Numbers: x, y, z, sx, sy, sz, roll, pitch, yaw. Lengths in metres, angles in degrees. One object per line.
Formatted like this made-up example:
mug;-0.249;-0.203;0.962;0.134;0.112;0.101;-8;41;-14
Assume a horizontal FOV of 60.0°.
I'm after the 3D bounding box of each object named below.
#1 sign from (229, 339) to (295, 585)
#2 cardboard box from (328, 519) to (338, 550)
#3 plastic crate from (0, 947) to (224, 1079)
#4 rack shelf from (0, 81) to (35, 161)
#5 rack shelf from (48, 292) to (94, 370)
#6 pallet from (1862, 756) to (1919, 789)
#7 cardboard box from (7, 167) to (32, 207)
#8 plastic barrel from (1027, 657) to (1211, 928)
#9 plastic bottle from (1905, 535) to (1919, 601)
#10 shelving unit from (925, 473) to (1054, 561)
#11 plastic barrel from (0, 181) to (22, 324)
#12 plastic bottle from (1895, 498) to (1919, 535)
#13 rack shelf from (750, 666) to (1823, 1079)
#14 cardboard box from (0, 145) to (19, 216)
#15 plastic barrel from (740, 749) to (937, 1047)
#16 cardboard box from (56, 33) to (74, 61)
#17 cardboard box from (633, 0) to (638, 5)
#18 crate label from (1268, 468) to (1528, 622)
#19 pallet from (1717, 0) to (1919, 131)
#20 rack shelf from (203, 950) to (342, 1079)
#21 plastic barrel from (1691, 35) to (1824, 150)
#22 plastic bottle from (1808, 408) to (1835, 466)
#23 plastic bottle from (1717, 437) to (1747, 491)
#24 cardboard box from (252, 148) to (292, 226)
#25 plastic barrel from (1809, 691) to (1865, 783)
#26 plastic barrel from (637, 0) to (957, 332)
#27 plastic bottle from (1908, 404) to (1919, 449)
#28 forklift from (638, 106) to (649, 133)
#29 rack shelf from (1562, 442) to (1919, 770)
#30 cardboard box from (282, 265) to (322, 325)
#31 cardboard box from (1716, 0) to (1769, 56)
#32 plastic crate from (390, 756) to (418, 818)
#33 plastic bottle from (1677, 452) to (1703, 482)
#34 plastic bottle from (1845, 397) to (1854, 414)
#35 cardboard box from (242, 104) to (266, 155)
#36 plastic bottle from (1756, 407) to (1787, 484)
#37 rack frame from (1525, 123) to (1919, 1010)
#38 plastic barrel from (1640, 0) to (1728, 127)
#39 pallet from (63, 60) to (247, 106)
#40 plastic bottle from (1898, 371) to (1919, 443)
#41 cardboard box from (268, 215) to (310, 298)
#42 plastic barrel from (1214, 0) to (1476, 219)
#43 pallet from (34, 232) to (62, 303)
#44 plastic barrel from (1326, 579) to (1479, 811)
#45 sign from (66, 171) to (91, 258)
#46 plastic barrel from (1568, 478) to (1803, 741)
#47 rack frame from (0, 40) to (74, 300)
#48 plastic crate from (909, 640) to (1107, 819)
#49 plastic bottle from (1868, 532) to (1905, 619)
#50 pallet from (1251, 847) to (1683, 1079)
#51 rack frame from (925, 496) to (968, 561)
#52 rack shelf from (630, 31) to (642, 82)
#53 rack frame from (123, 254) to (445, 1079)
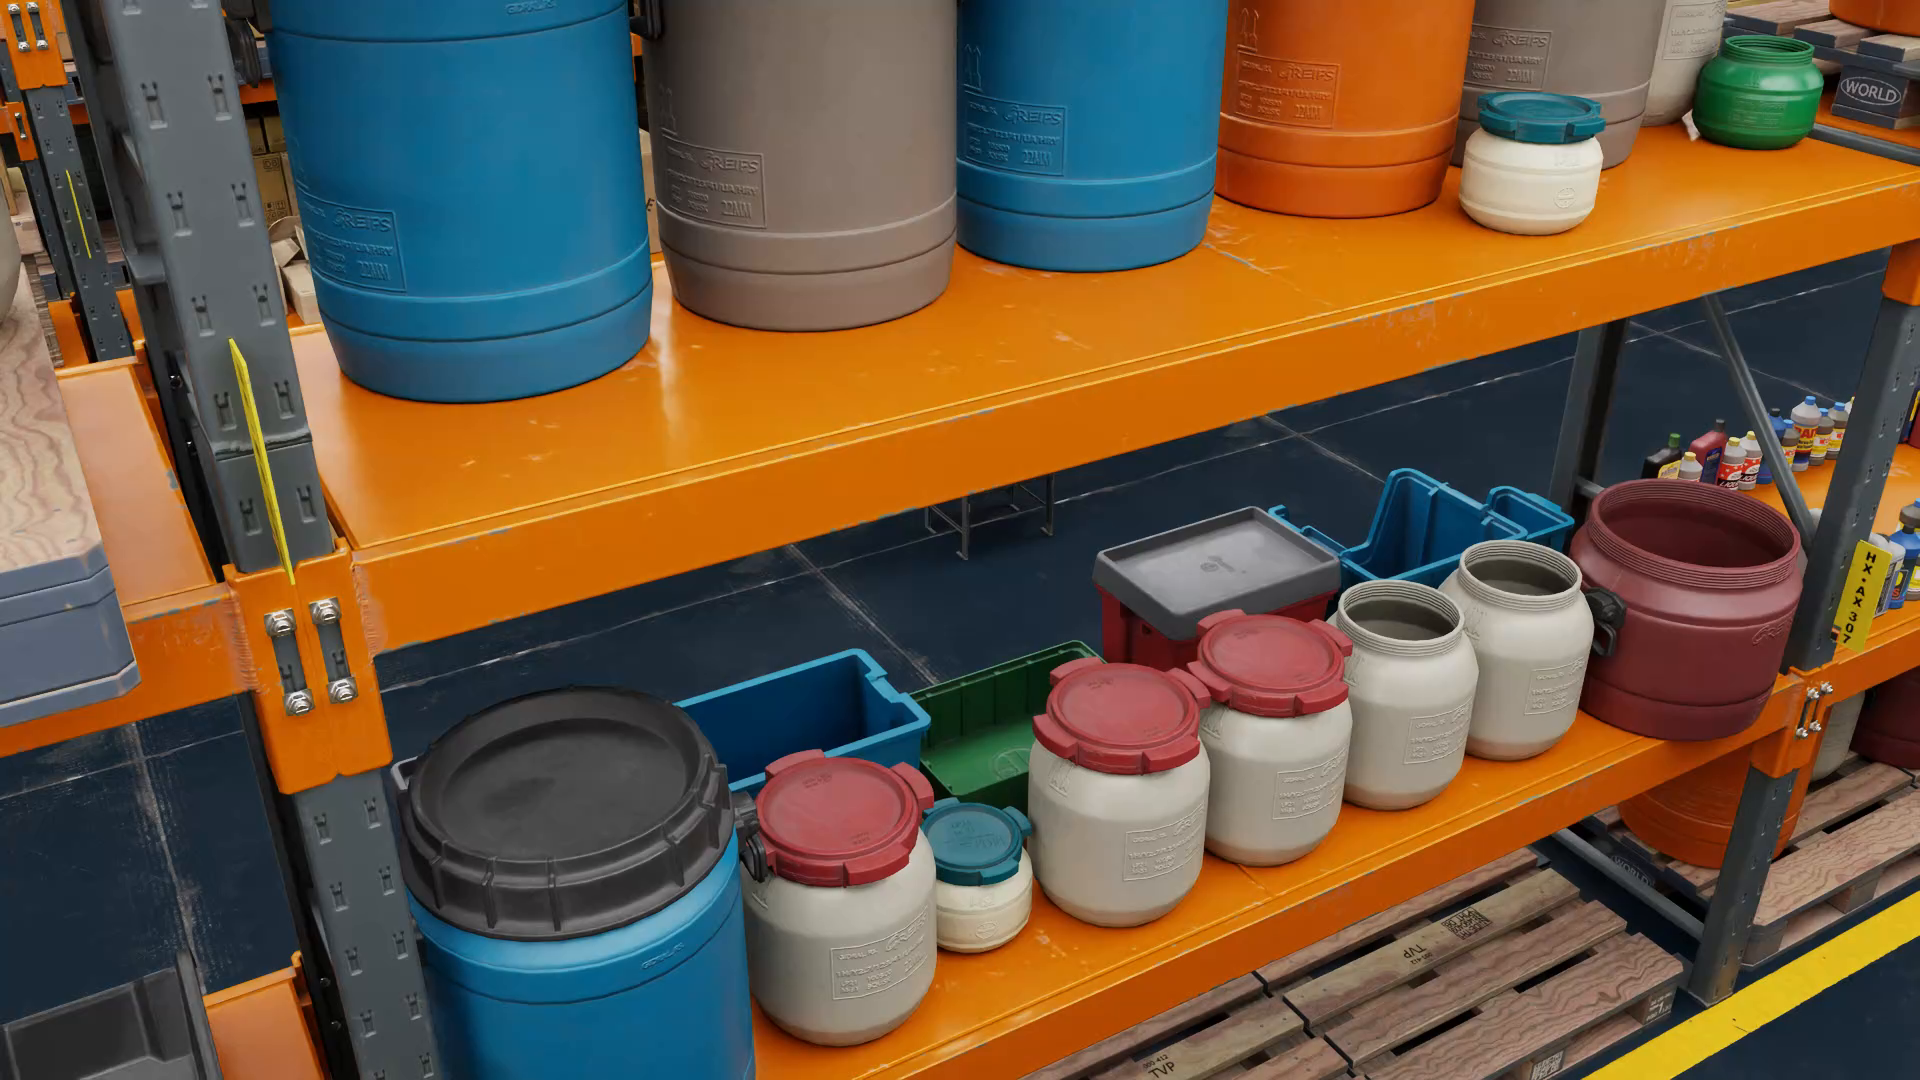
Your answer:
sign;-0.929;-0.101;2.214;0.005;0.325;0.100;-16;33;-26
cardboard box;-2.789;-0.180;7.882;0.500;0.250;0.500;-15;32;-25
plastic crate;-1.713;1.087;3.240;0.504;0.338;0.767;-16;33;-26
rack shelf;-7.941;-2.338;10.126;4.000;0.370;1.077;-16;33;-26
rack shelf;-5.428;-0.275;6.389;4.000;0.370;1.077;-16;33;-26
pallet;3.960;0.719;6.728;1.213;0.211;1.003;-16;33;-26
cardboard box;-4.034;-1.422;6.948;0.250;0.149;0.380;-16;33;-26
plastic barrel;0.371;0.603;3.913;0.433;0.535;0.433;0;29;0
plastic bottle;2.986;0.081;5.205;0.097;0.201;0.097;0;29;0
shelving unit;0.143;-0.960;7.816;0.503;2.100;0.431;-16;33;-26
plastic barrel;-1.668;-0.538;2.465;0.421;0.512;0.421;0;29;0
plastic bottle;3.107;-0.039;5.422;0.097;0.201;0.097;0;29;0
rack shelf;0.527;0.810;4.422;4.000;0.370;1.077;-16;33;-26
cardboard box;-4.083;-1.580;6.563;0.500;0.500;0.700;-16;33;-26
plastic barrel;-0.262;0.782;3.587;0.433;0.535;0.433;0;29;0
cardboard box;-5.761;-3.489;10.909;0.500;0.500;0.700;-16;33;-26
cardboard box;-2.220;-4.317;12.535;0.500;0.500;0.500;-15;32;-25
crate label;1.257;0.121;4.890;0.616;0.435;0.502;-16;33;-26
pallet;2.960;-1.371;4.722;1.213;0.211;1.003;-16;33;-26
rack shelf;-2.922;1.789;2.648;4.000;0.370;1.077;-16;33;-26
plastic barrel;2.064;-1.158;4.300;0.294;0.245;0.294;0;29;0
plastic bottle;3.111;-0.380;6.040;0.097;0.201;0.097;0;29;0
plastic bottle;2.691;-0.261;5.825;0.097;0.201;0.097;0;29;0
cardboard box;-5.171;-2.575;11.943;0.500;0.500;0.700;-17;33;-27
plastic barrel;3.106;0.609;6.183;0.421;0.512;0.421;0;29;0
plastic barrel;-0.305;-0.923;3.195;0.600;0.901;0.600;0;29;0
plastic bottle;3.601;-0.485;6.145;0.133;0.283;0.061;-16;33;-26
forklift;-2.441;-2.881;10.436;3.031;2.935;1.130;-21;35;-33
rack shelf;3.975;-0.169;6.196;4.000;0.370;1.077;-16;33;-26
cardboard box;-2.836;-1.101;7.401;0.250;0.149;0.380;-16;33;-26
cardboard box;5.081;-3.466;11.323;0.500;0.500;0.500;-16;33;-27
plastic crate;-0.935;0.711;3.791;0.583;0.464;0.402;-16;33;-26
plastic bottle;2.492;-0.205;5.722;0.097;0.201;0.097;0;29;0
plastic bottle;3.279;-0.428;6.127;0.097;0.201;0.097;0;29;0
cardboard box;-5.213;-2.865;11.693;0.500;0.250;0.500;-17;33;-27
plastic bottle;2.859;-0.340;5.894;0.097;0.271;0.097;0;29;0
rack frame;2.251;0.006;5.135;0.127;3.000;1.000;-16;33;-26
plastic barrel;1.828;-1.408;4.477;0.421;0.512;0.421;0;29;0
pallet;-5.484;-3.185;11.115;1.213;0.211;1.003;-16;33;-26
plastic bottle;3.527;-0.551;6.195;0.185;0.351;0.144;-16;33;-26
cardboard box;-3.039;-1.313;7.663;0.258;0.266;0.396;-17;33;-28
plastic barrel;0.869;-1.225;3.816;0.708;0.830;0.600;-16;33;-26
pallet;-6.778;-1.742;11.189;1.213;0.211;1.003;-16;33;-26
plastic barrel;1.109;0.401;4.304;0.421;0.512;0.421;0;29;0
sign;-3.421;-1.262;6.455;0.005;0.325;0.100;-16;33;-26
plastic barrel;2.004;0.186;4.668;0.708;0.536;0.600;-16;33;-26
rack frame;-6.217;-3.142;10.840;0.127;3.000;1.000;-16;33;-26
plastic crate;0.161;0.534;4.398;0.662;0.188;0.450;-16;33;-26
plastic bottle;2.788;0.089;5.113;0.135;0.276;0.152;-16;33;-26
pallet;1.563;1.400;5.495;1.213;0.211;1.003;-16;33;-26
rack frame;-0.068;-0.900;7.708;0.015;2.100;0.400;-16;33;-26
rack shelf;-1.044;-4.296;13.675;4.000;0.370;1.077;-16;33;-26
rack frame;-1.198;0.985;3.361;0.127;3.000;1.000;-16;33;-26
